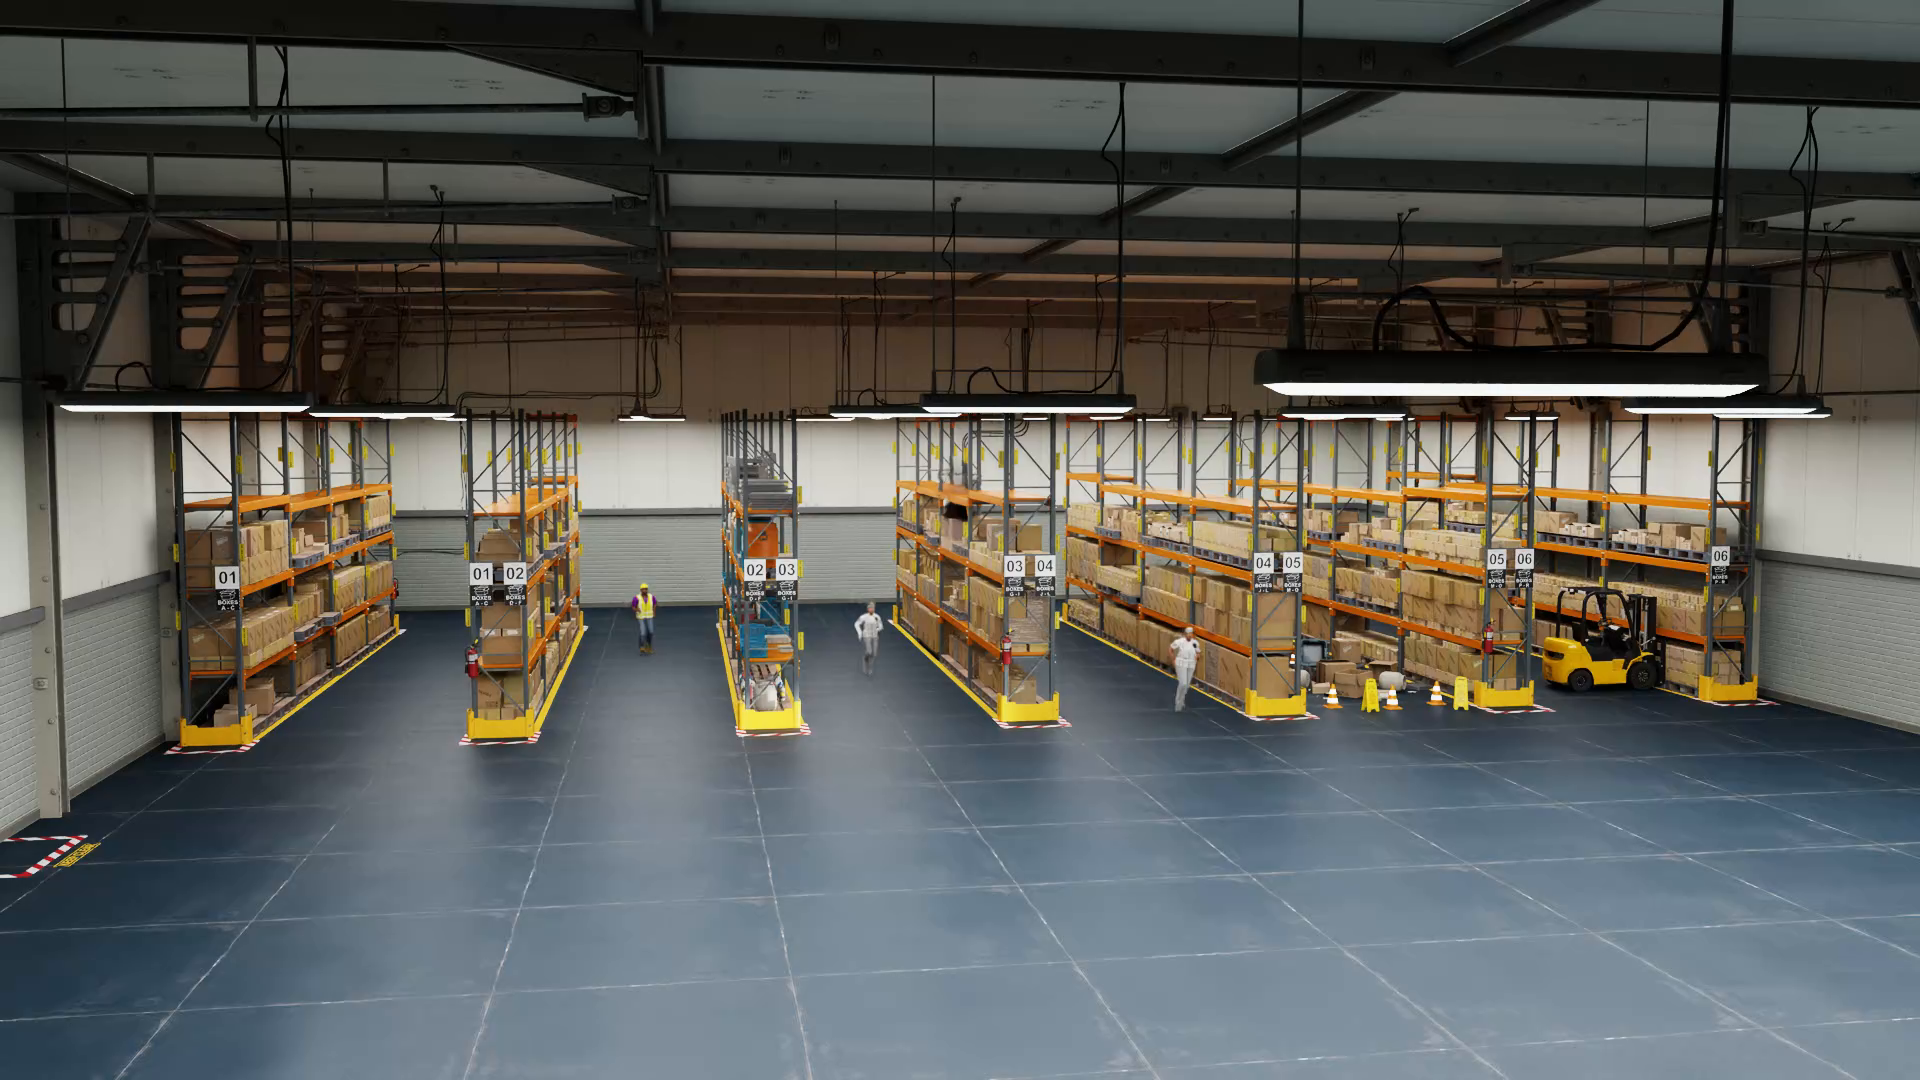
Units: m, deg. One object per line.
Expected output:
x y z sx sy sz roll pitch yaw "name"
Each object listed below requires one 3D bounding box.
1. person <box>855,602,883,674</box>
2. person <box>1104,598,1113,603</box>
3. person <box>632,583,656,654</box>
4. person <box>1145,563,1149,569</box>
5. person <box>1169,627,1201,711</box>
-2.030 2.234 37.901 0.593 1.660 0.624 -1 4 -20 "person"
4.387 1.391 50.110 0.592 1.661 0.560 -1 4 -14 "person"
-7.842 1.969 41.404 0.647 1.778 0.717 -1 4 -19 "person"
5.335 1.504 47.849 0.656 1.707 0.969 -2 4 -26 "person"
4.546 2.589 33.436 0.603 1.702 0.717 -1 4 -16 "person"
